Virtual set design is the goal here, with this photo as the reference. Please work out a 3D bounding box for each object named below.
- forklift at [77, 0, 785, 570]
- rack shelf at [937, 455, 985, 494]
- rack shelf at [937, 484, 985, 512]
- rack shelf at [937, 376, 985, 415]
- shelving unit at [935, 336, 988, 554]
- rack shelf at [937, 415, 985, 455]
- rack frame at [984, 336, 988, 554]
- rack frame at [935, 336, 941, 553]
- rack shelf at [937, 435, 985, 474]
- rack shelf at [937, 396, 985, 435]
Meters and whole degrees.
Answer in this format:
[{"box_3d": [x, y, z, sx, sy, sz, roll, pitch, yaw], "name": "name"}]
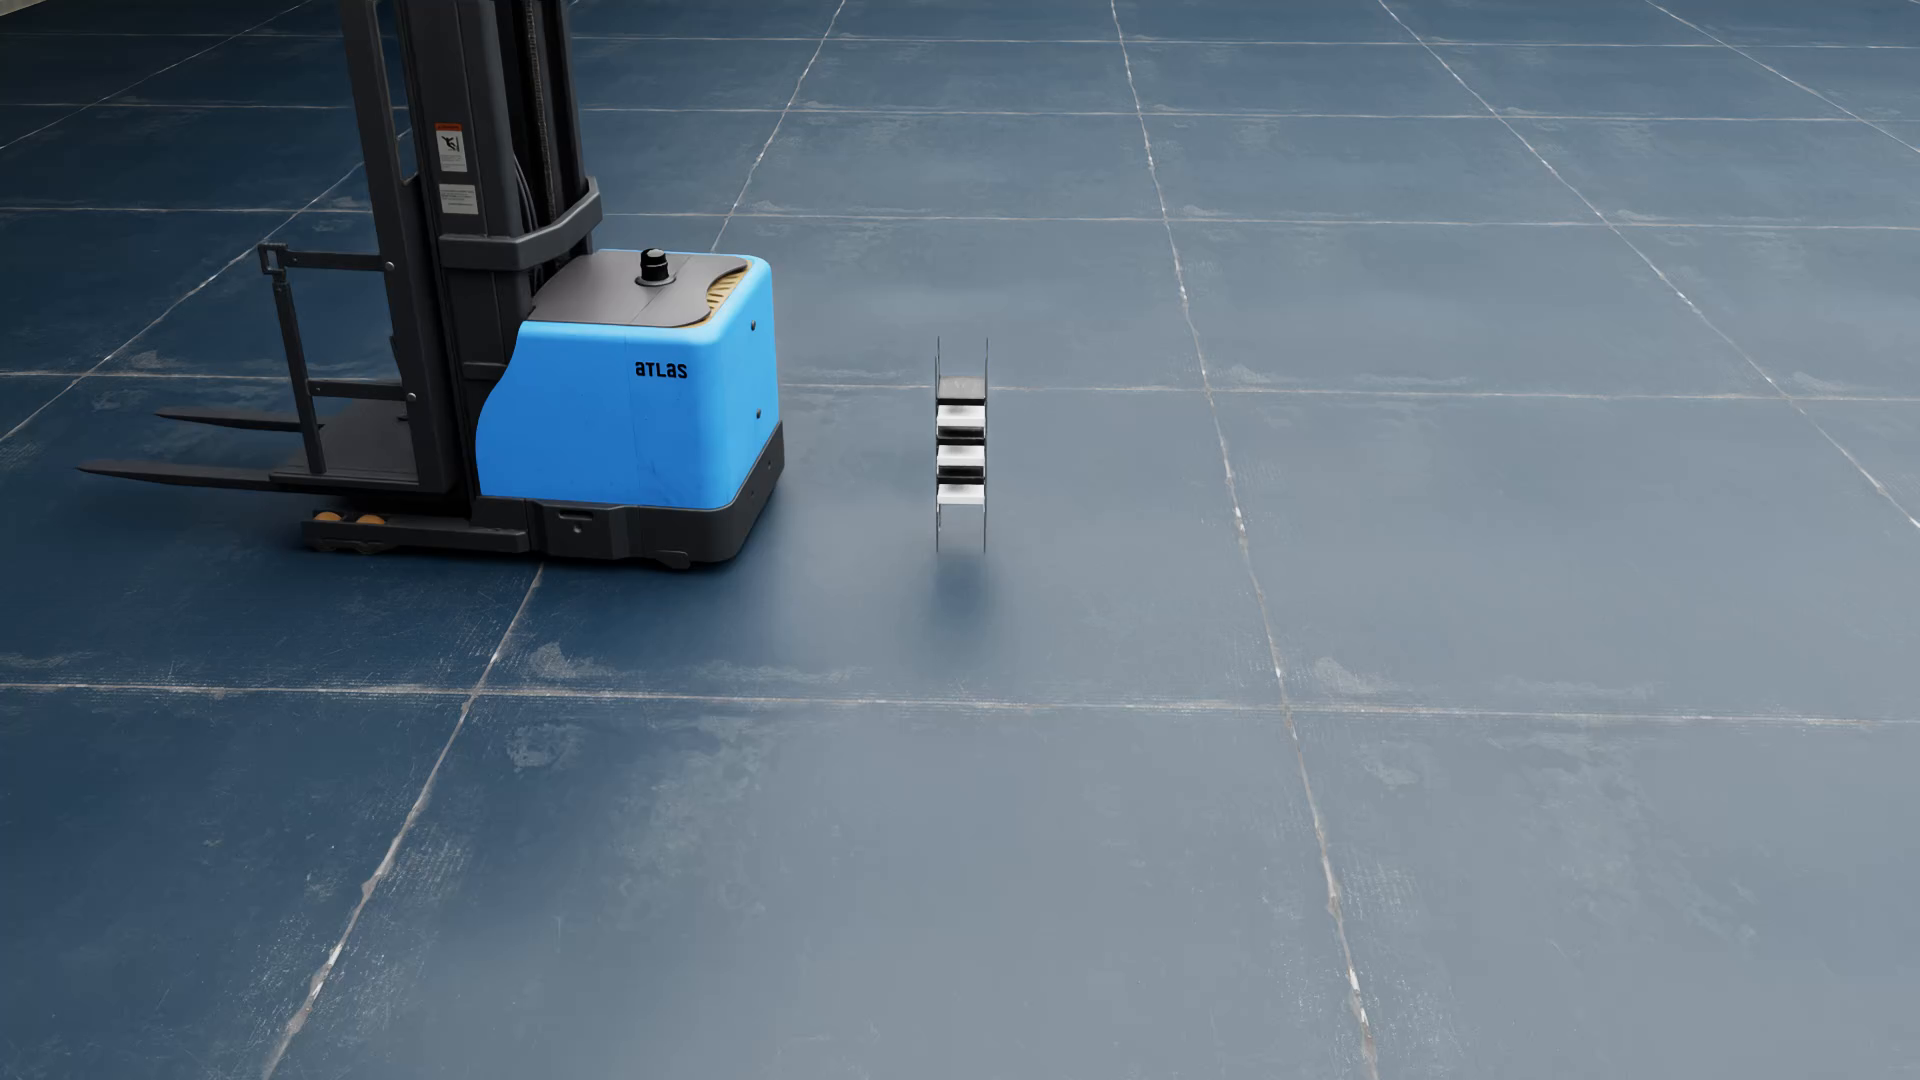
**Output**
[{"box_3d": [-2.375, -1.473, 6.899, 3.031, 2.935, 1.130, 4, 28, 7], "name": "forklift"}, {"box_3d": [0.008, -0.288, 7.097, 0.200, 0.077, 0.258, 1, 28, 2], "name": "rack shelf"}, {"box_3d": [0.008, -0.209, 7.139, 0.200, 0.077, 0.258, 1, 28, 2], "name": "rack shelf"}, {"box_3d": [0.008, -0.607, 6.928, 0.200, 0.077, 0.258, 1, 28, 2], "name": "rack shelf"}, {"box_3d": [0.008, -0.397, 7.039, 0.210, 0.900, 0.258, 1, 28, 2], "name": "shelving unit"}, {"box_3d": [0.008, -0.448, 7.012, 0.200, 0.077, 0.258, 1, 28, 2], "name": "rack shelf"}, {"box_3d": [0.110, -0.396, 7.036, 0.006, 0.900, 0.240, 1, 28, 2], "name": "rack frame"}, {"box_3d": [-0.093, -0.399, 7.042, 0.006, 0.900, 0.240, 1, 28, 2], "name": "rack frame"}, {"box_3d": [0.008, -0.368, 7.055, 0.200, 0.077, 0.258, 1, 28, 2], "name": "rack shelf"}, {"box_3d": [0.008, -0.527, 6.970, 0.200, 0.077, 0.258, 1, 28, 2], "name": "rack shelf"}]
